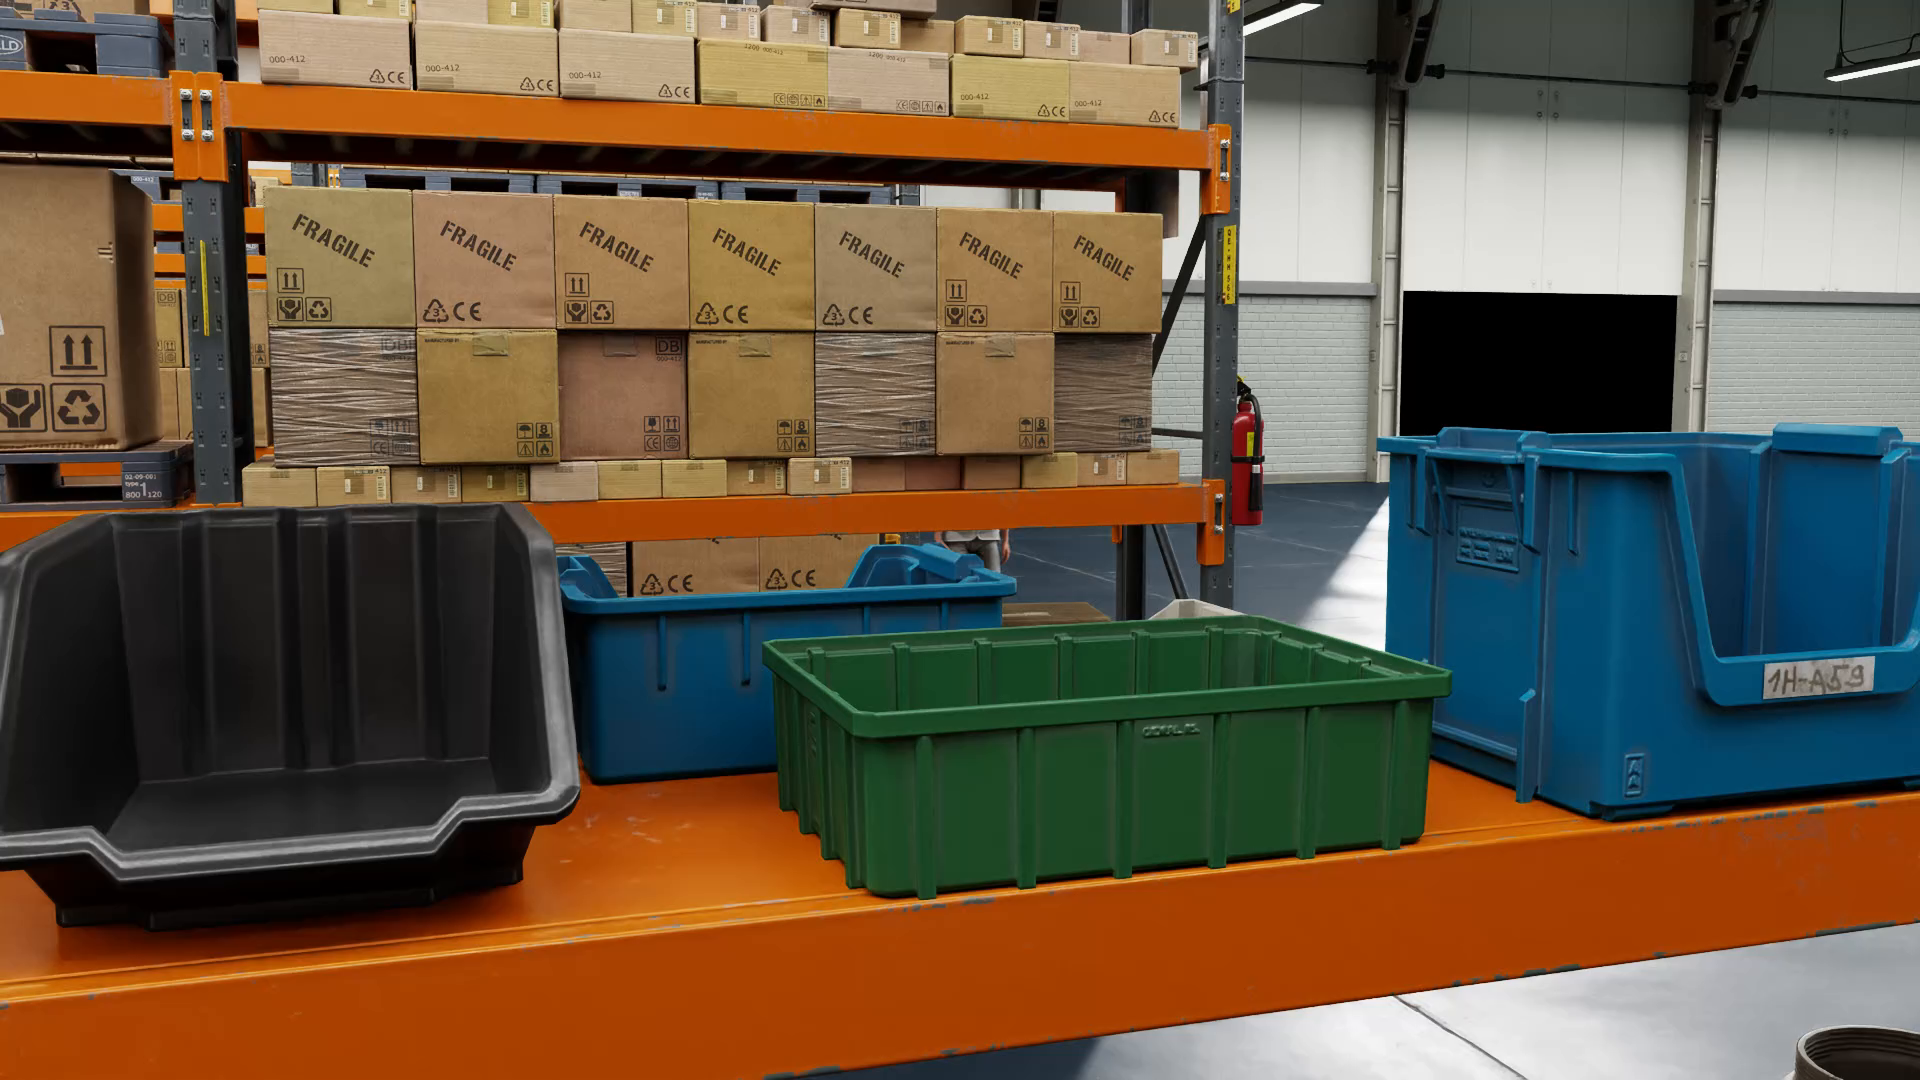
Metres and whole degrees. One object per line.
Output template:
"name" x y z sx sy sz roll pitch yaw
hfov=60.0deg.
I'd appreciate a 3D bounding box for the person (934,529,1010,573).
"person" 0.062 0.032 9.466 0.472 1.593 0.350 -2 6 -20
